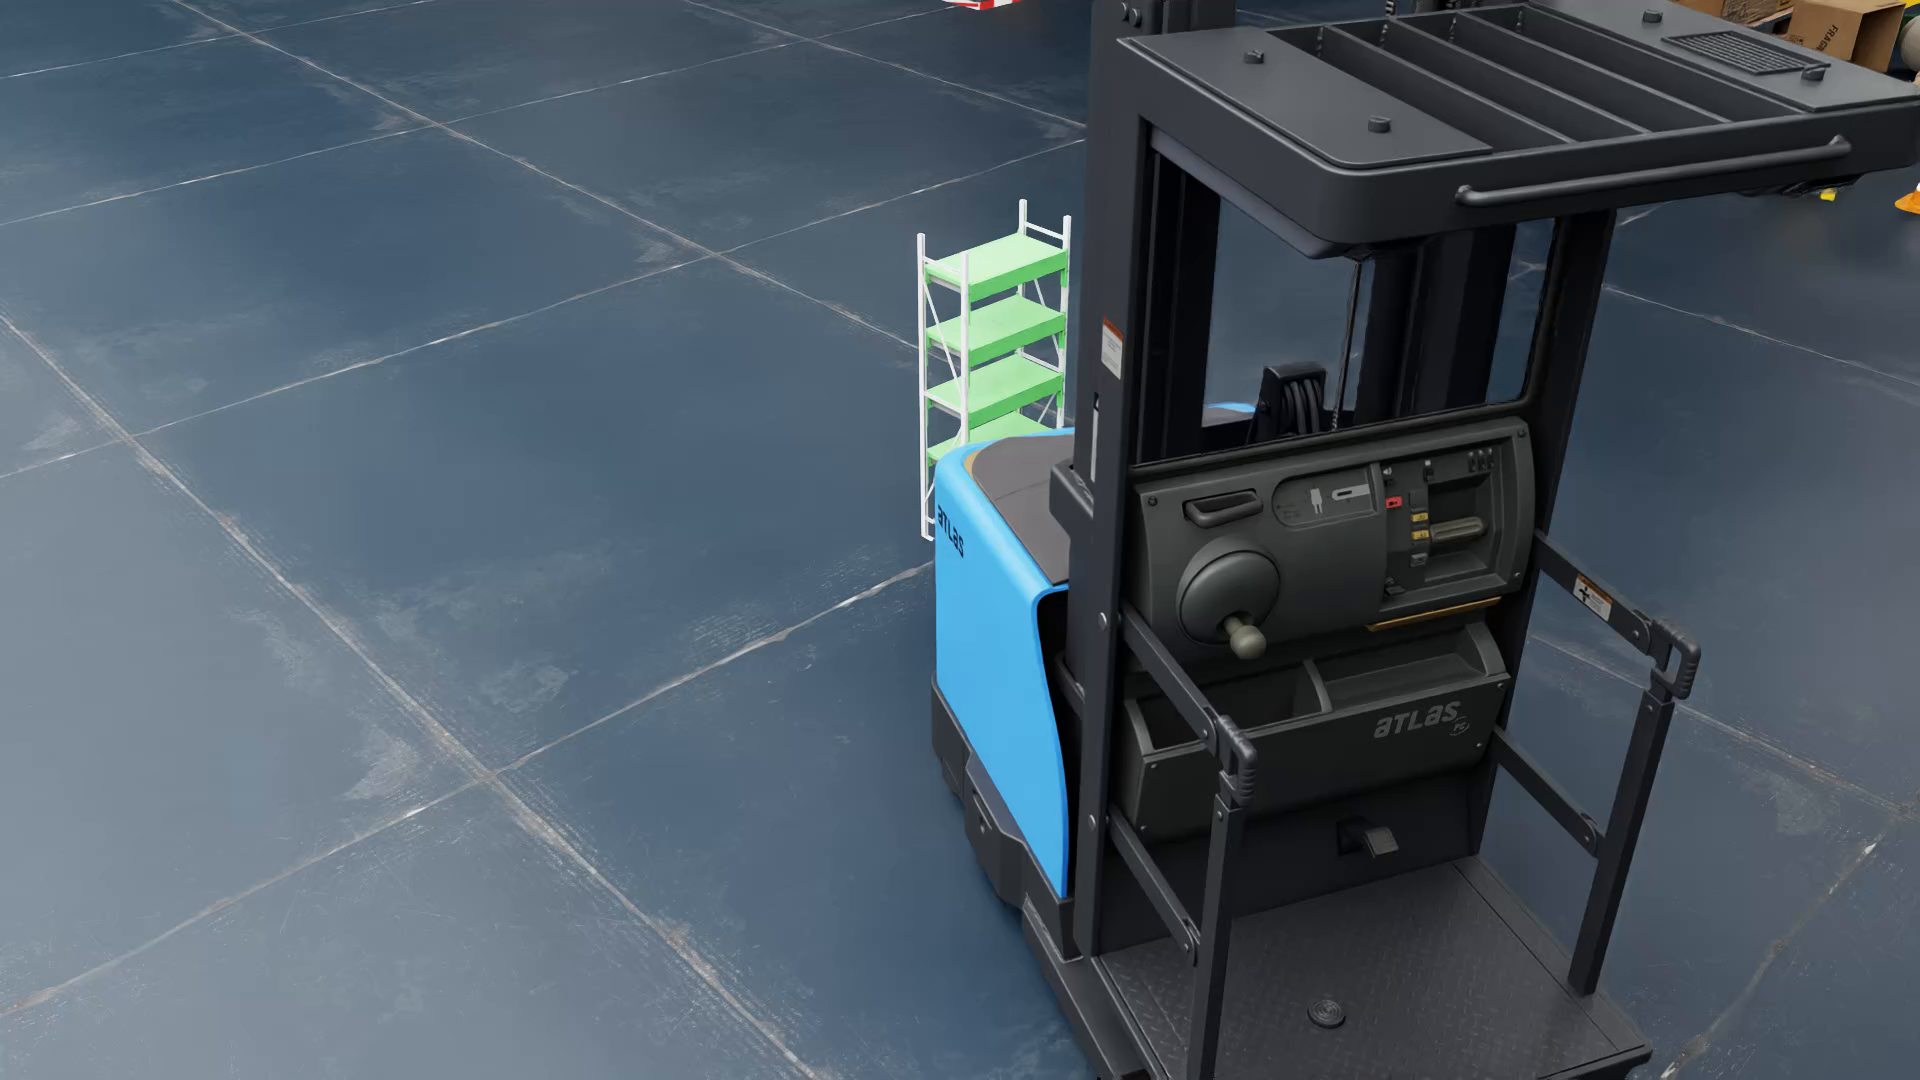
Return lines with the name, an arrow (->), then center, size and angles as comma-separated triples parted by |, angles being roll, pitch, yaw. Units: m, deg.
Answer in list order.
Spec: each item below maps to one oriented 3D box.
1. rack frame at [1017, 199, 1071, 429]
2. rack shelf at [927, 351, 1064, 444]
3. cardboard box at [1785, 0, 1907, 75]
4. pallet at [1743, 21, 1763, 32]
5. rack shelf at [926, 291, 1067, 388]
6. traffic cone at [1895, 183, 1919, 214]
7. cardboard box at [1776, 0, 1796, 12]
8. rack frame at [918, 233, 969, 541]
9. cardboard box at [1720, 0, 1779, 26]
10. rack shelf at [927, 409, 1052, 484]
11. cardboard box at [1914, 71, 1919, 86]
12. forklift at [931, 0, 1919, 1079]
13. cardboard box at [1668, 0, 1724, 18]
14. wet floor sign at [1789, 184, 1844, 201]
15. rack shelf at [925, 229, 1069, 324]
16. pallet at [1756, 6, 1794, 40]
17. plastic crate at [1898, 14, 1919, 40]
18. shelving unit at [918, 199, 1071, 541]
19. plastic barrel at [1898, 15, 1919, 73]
rack frame -> 0.300, -0.657, 6.175 | 0.015, 1.200, 0.240 | -26, 40, -35
rack shelf -> 0.121, -0.516, 6.066 | 0.480, 0.148, 0.258 | -26, 40, -35
cardboard box -> 6.052, -3.455, 11.418 | 0.500, 0.500, 0.500 | -19, 36, -28
pallet -> 4.987, -3.599, 11.933 | 1.213, 0.211, 1.003 | -26, 40, -35
rack shelf -> 0.121, -0.721, 5.941 | 0.480, 0.148, 0.258 | -26, 40, -35
traffic cone -> 5.433, -2.054, 9.166 | 0.334, 0.463, 0.336 | -26, 40, -35
cardboard box -> 5.983, -4.540, 12.433 | 0.875, 0.875, 0.875 | -25, 39, -35
rack frame -> -0.058, -0.484, 5.891 | 0.015, 1.200, 0.240 | -26, 40, -35
cardboard box -> 5.325, -4.218, 11.908 | 0.875, 0.875, 0.875 | -25, 40, -35
rack shelf -> 0.121, -0.311, 6.192 | 0.480, 0.148, 0.258 | -26, 40, -35
cardboard box -> 6.484, -2.983, 10.873 | 0.258, 0.266, 0.396 | -19, 36, -28
forklift -> 0.886, 0.051, 3.357 | 1.130, 2.935, 3.031 | -11, 33, -17
cardboard box -> 4.655, -3.896, 11.380 | 0.875, 0.875, 0.875 | -27, 40, -36
wet floor sign -> 4.884, -2.272, 9.348 | 0.267, 0.644, 0.232 | 22, 37, 31
rack shelf -> 0.121, -0.926, 5.816 | 0.480, 0.148, 0.258 | -26, 40, -35
pallet -> 5.881, -4.034, 12.644 | 1.213, 0.211, 1.003 | -26, 40, -35
plastic crate -> 7.256, -3.725, 12.107 | 0.662, 0.188, 0.450 | -7, 22, -11
shelving unit -> 0.121, -0.571, 6.033 | 0.503, 1.200, 0.258 | -26, 40, -35
plastic barrel -> 6.703, -3.375, 11.363 | 0.421, 0.421, 0.512 | -1, 31, -2
